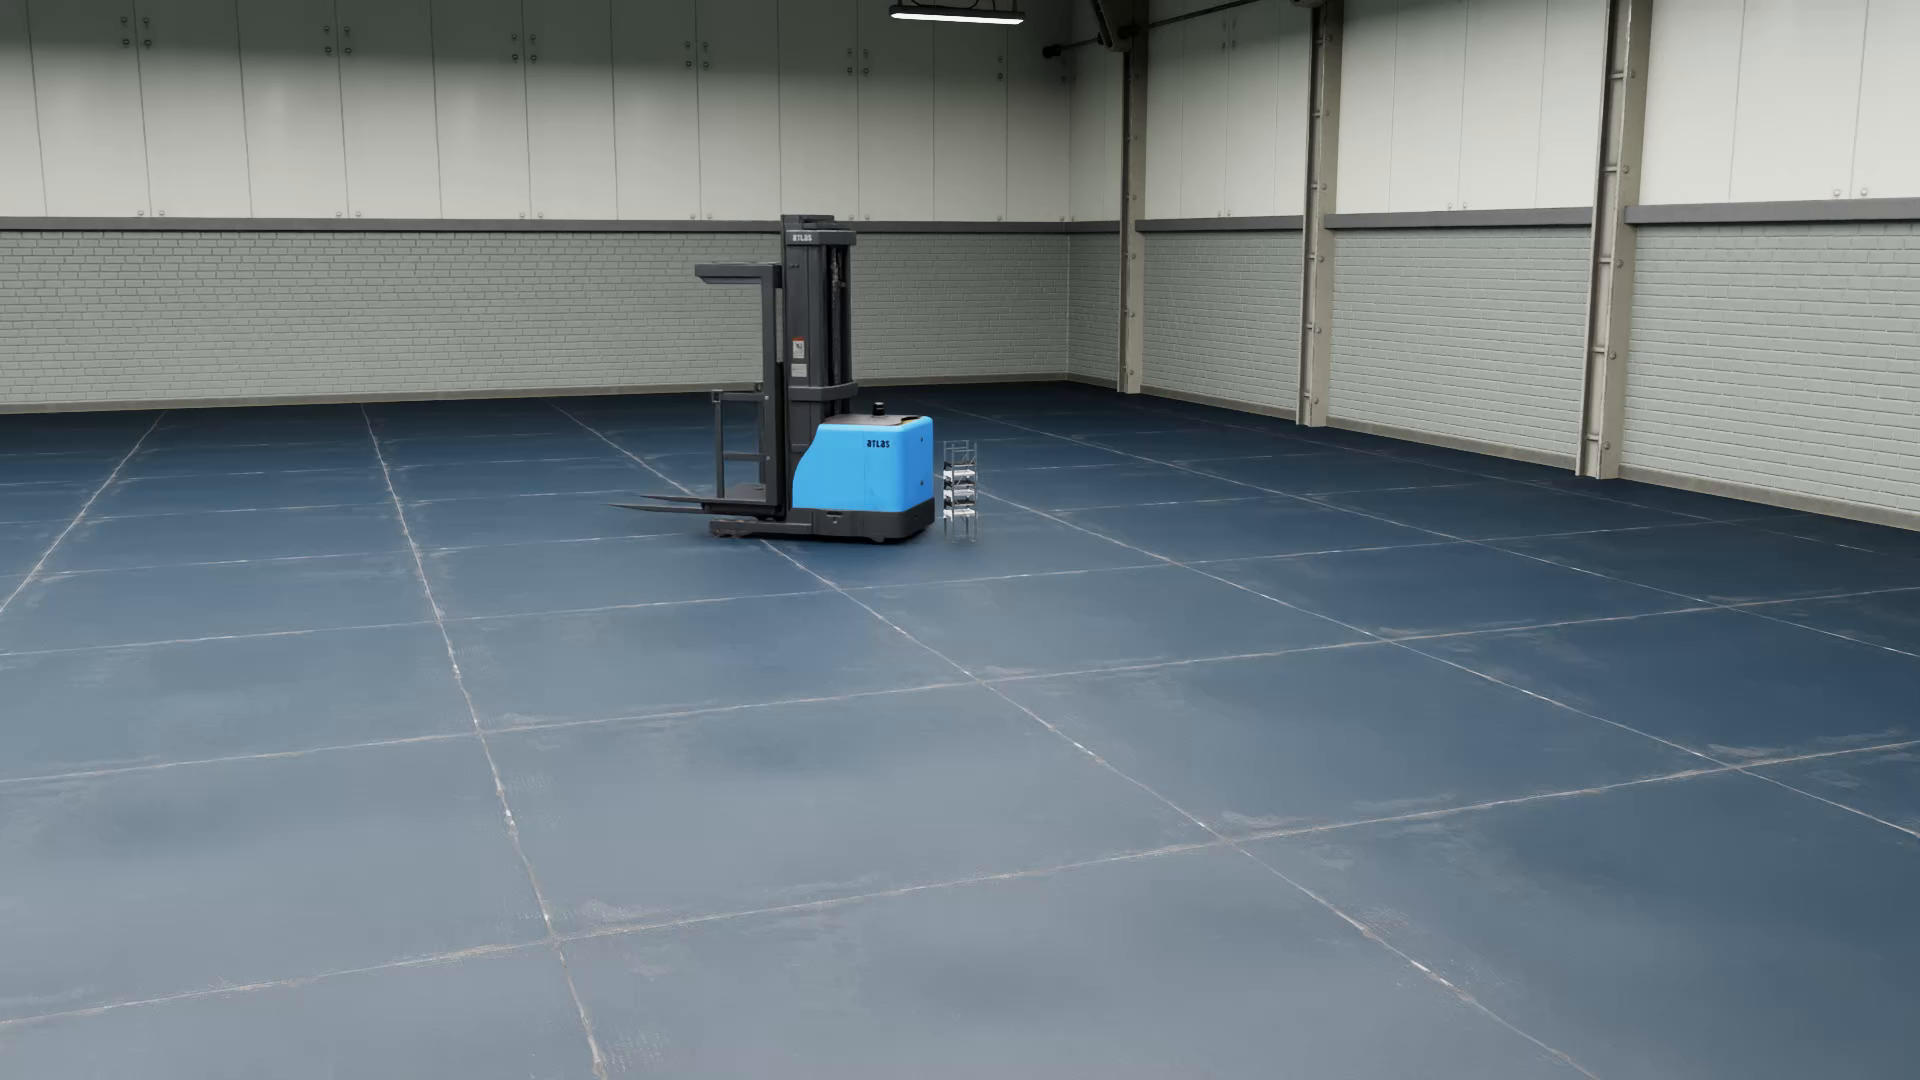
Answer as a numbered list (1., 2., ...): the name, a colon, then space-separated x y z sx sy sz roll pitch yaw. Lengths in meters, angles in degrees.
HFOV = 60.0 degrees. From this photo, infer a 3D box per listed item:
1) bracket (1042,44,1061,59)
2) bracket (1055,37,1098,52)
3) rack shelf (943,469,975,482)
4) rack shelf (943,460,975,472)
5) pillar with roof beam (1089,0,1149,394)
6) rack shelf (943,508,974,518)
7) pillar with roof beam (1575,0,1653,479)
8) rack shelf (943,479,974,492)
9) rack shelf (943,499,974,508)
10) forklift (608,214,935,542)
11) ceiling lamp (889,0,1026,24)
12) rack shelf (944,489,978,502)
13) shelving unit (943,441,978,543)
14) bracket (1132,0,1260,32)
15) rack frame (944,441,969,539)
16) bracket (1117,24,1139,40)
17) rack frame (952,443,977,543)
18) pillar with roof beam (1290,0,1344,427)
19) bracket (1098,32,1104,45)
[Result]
1. bracket: 1.762 -9.338 31.772 0.235 0.232 0.430 -4 11 -21
2. bracket: 1.976 -9.241 31.230 0.076 0.066 3.189 -4 11 -21
3. rack shelf: 0.003 -0.586 15.138 0.258 0.077 0.200 -4 11 -21
4. rack shelf: 0.003 -0.675 15.122 0.258 0.077 0.200 -4 11 -21
5. pillar with roof beam: -0.910 -6.860 28.123 9.100 9.000 0.548 -4 11 -21
6. rack shelf: 0.003 -0.232 15.201 0.258 0.077 0.200 -4 11 -21
7. pillar with roof beam: 3.439 -4.902 17.111 9.100 9.000 0.400 -4 11 -21
8. rack shelf: 0.003 -0.498 15.154 0.258 0.077 0.200 -4 11 -21
9. rack shelf: 0.003 -0.320 15.185 0.258 0.077 0.200 -4 11 -21
10. forklift: -1.817 -1.544 15.559 3.031 2.935 1.130 3 10 16
11. ceiling lamp: -0.121 -9.062 23.832 2.000 3.185 0.800 -4 11 -21
12. rack shelf: 0.003 -0.409 15.170 0.258 0.077 0.200 -4 11 -21
13. shelving unit: 0.003 -0.442 15.164 0.258 0.900 0.210 -4 11 -21
14. bracket: 3.856 -8.395 26.472 0.076 0.066 4.783 -4 11 -21
15. rack frame: -0.034 -0.458 15.257 0.240 0.900 0.006 -4 11 -21
16. bracket: 2.922 -8.816 28.836 0.235 0.232 0.430 -4 11 -21
17. rack frame: 0.040 -0.425 15.070 0.240 0.900 0.006 -4 11 -21
18. pillar with roof beam: 1.264 -5.881 22.617 9.100 9.000 0.548 -4 11 -21
19. bracket: 2.621 -8.951 29.597 0.235 0.232 0.430 -4 11 -21
